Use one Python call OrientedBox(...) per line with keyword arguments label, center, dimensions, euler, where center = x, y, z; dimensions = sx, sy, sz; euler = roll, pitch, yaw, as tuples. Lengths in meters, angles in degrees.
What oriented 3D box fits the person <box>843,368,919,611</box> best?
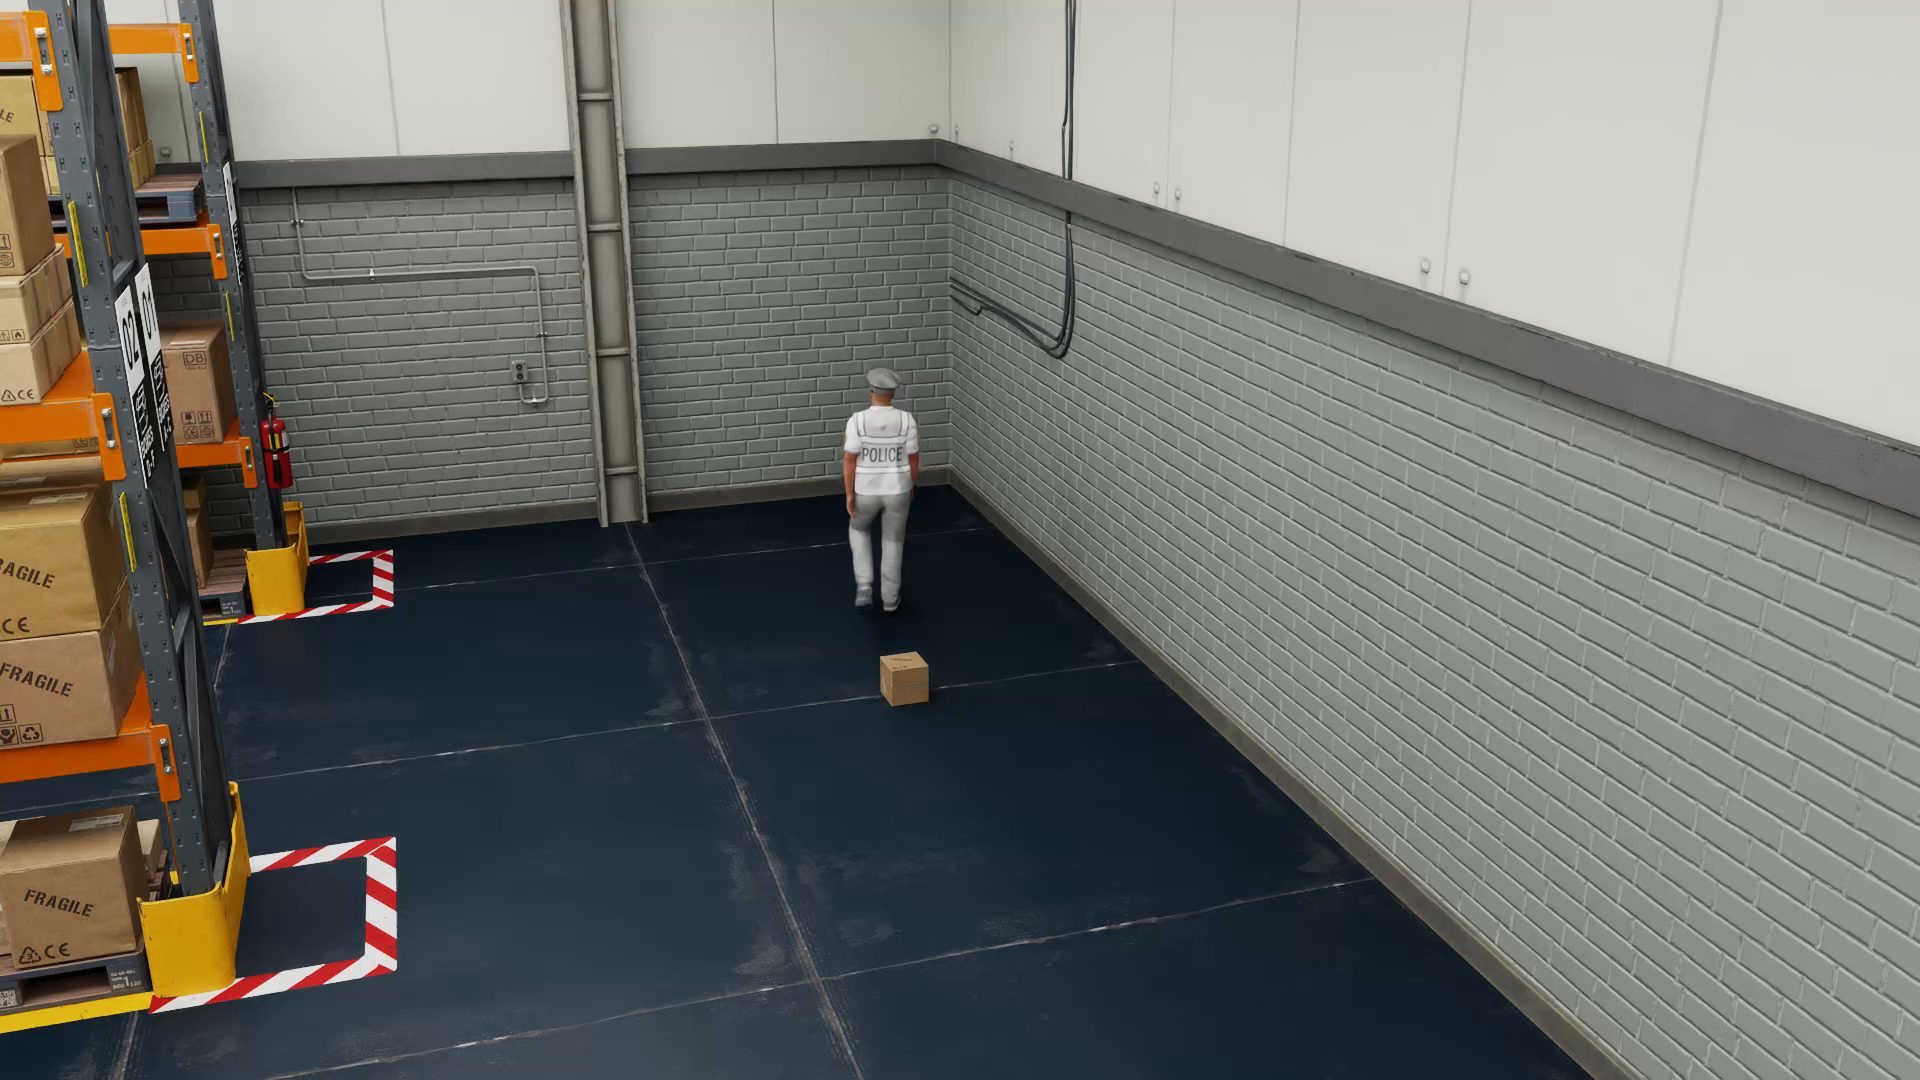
OrientedBox(label="person", center=(-0.567, -0.344, 12.029), dimensions=(0.545, 1.820, 0.473), euler=(-1, 19, -4))
